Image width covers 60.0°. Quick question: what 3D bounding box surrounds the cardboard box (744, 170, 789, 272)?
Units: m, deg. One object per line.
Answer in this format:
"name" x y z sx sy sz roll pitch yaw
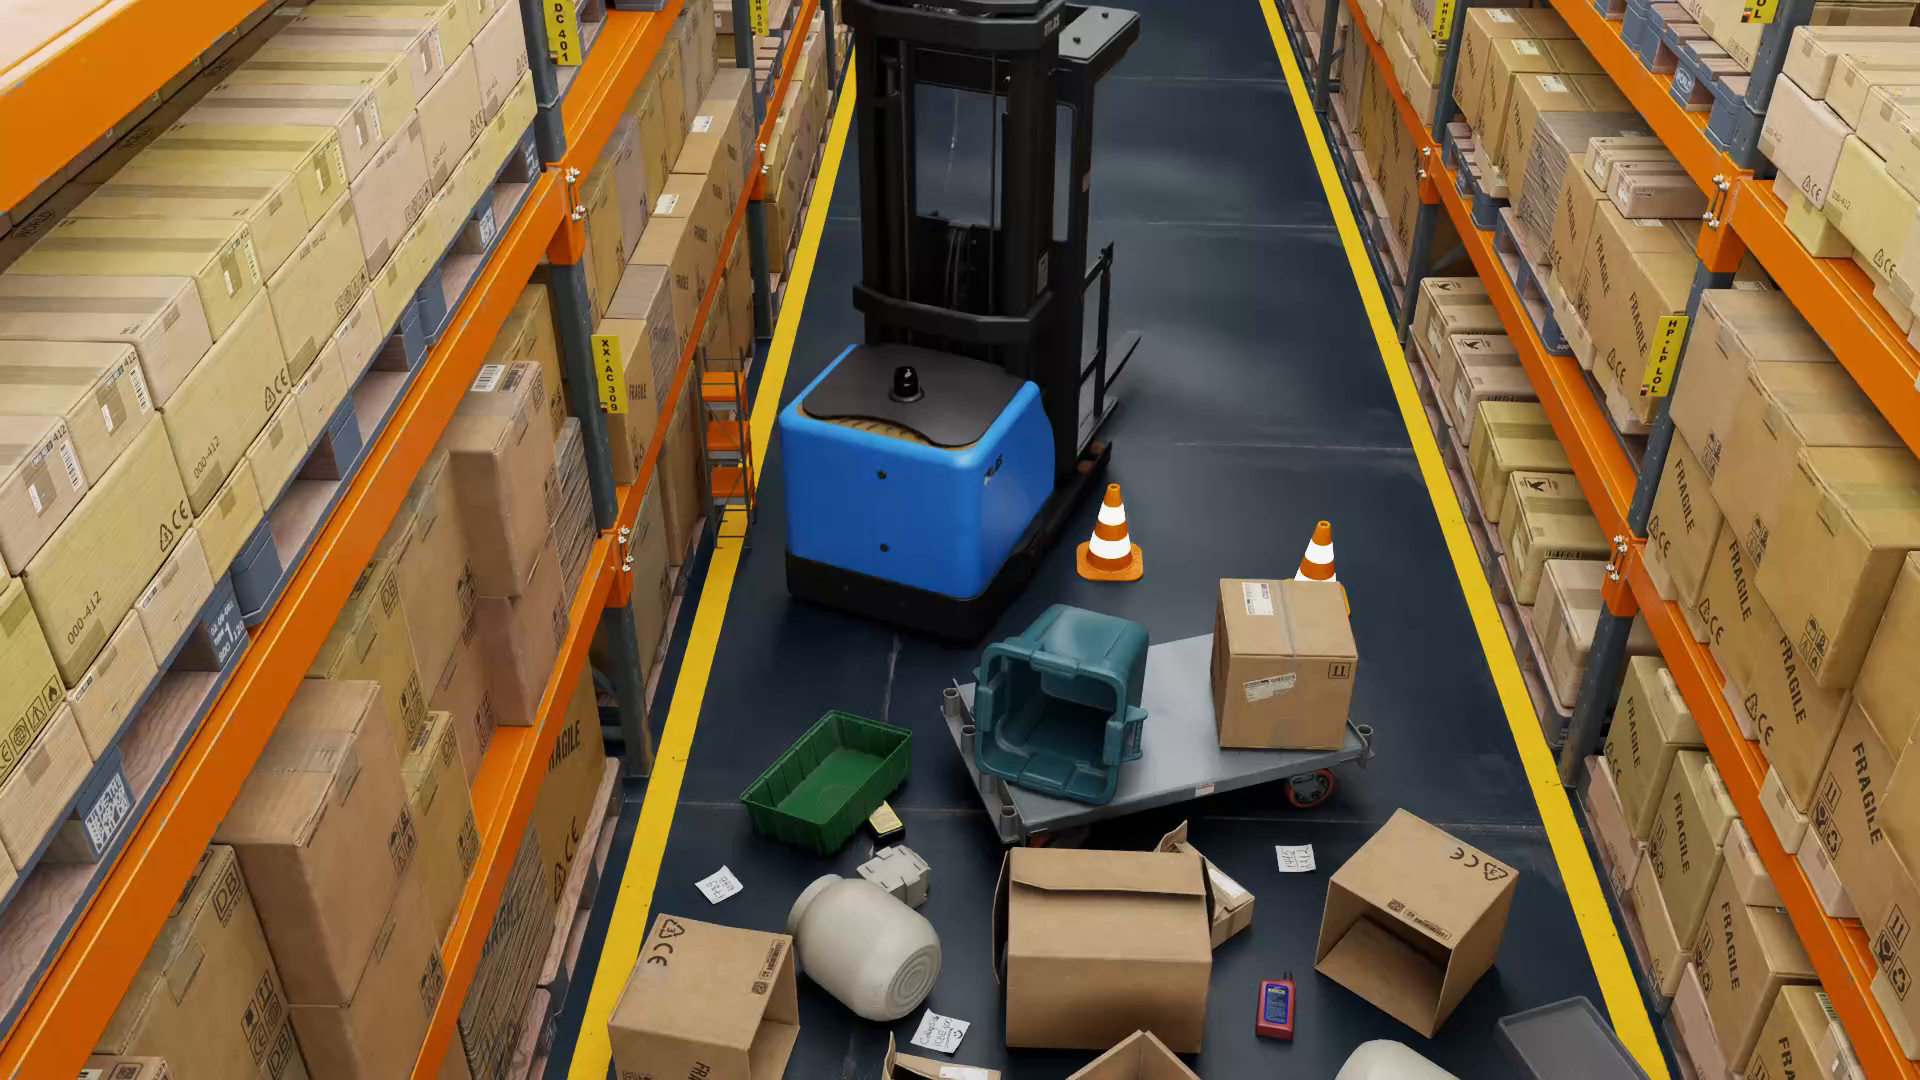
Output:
"cardboard box" -1.402 -2.083 10.859 0.500 0.500 0.500 0 35 0

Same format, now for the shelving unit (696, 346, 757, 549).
"shelving unit" -1.176 -0.457 8.433 0.215 1.050 0.252 0 35 0

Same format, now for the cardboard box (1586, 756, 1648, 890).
"cardboard box" 2.810 1.107 6.537 0.500 0.250 0.500 0 35 0

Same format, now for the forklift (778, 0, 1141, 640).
"forklift" 0.192 -1.562 8.370 1.130 2.935 3.031 14 37 19

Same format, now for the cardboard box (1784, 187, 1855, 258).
"cardboard box" 2.777 -0.980 5.092 0.380 0.149 0.250 1 35 2

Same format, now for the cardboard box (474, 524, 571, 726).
"cardboard box" -1.848 0.233 5.626 0.875 0.550 0.550 1 35 2

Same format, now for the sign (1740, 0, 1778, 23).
"sign" 2.549 -1.789 5.232 0.100 0.325 0.005 1 35 2

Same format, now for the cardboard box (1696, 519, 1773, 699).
"cardboard box" 2.811 0.194 5.465 0.500 0.500 0.500 1 35 2

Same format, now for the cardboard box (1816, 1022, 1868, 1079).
"cardboard box" 2.688 1.526 4.725 0.380 0.149 0.250 3 35 4

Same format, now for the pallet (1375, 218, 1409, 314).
"pallet" 3.372 -1.787 11.055 1.003 0.211 1.213 1 35 2

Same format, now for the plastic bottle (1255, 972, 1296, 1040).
"plastic bottle" 1.178 1.722 6.193 0.133 0.061 0.283 7 36 10

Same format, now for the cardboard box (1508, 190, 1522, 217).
"cardboard box" 3.000 -1.748 8.427 0.380 0.149 0.250 3 35 5

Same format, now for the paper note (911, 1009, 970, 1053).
"paper note" -0.072 1.806 6.107 0.172 0.023 0.155 13 37 18

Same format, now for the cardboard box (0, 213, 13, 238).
"cardboard box" -2.271 -0.678 3.515 0.380 0.149 0.250 2 35 2

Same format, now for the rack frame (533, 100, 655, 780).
"rack frame" -1.846 -0.235 6.421 1.000 3.000 0.127 1 35 2

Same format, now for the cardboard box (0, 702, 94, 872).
"cardboard box" -1.663 0.390 2.689 0.380 0.149 0.250 2 35 2

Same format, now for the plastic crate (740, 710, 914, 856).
"plastic crate" -0.544 1.022 7.028 0.450 0.188 0.662 11 35 32

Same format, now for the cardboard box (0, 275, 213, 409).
"cardboard box" -1.634 -0.369 3.076 0.380 0.149 0.250 1 35 1

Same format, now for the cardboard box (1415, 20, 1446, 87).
"cardboard box" 3.030 -2.904 9.915 0.500 0.250 0.500 1 35 2

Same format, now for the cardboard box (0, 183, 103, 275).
"cardboard box" -2.204 -0.590 3.737 0.500 0.250 0.500 2 35 2

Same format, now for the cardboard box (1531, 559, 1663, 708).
"cardboard box" 3.123 0.423 7.405 0.950 0.372 0.625 2 35 2

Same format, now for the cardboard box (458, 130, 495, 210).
"cardboard box" -1.560 -1.062 4.756 0.380 0.149 0.250 2 35 3

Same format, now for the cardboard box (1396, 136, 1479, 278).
"cardboard box" 3.375 -2.174 10.663 0.875 0.875 0.875 1 35 1

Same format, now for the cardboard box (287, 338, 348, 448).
"cardboard box" -1.612 -0.335 3.721 0.380 0.149 0.250 2 35 2

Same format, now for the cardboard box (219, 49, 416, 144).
"cardboard box" -1.582 -1.099 4.114 0.380 0.149 0.250 1 35 2

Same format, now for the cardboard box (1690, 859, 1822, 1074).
"cardboard box" 2.778 1.406 5.460 0.500 0.500 0.500 3 35 4

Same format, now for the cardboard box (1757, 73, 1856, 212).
"cardboard box" 2.813 -1.220 5.085 0.500 0.250 0.500 1 35 1

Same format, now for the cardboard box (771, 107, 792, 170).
"cardboard box" -1.396 -2.671 11.044 0.500 0.250 0.500 1 35 1

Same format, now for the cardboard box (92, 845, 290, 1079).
"cardboard box" -2.023 1.030 3.552 0.875 0.550 0.550 1 35 2

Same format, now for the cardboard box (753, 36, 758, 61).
"cardboard box" -1.455 -3.009 10.221 0.380 0.149 0.250 3 35 4

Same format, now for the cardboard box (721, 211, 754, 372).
"cardboard box" -1.800 -1.437 9.722 1.050 0.750 0.750 1 35 1

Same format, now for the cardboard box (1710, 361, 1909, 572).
"cardboard box" 2.827 -0.210 5.170 0.700 0.500 0.500 2 35 2

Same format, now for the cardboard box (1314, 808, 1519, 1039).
"cardboard box" 1.701 1.427 6.228 0.500 0.500 0.500 28 44 33

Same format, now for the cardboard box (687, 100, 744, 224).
"cardboard box" -1.457 -2.022 8.878 0.500 0.500 0.500 1 35 2

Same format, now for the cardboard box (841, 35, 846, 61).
"cardboard box" -1.178 -4.191 14.165 0.380 0.149 0.250 2 35 3

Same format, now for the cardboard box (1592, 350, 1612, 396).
"cardboard box" 2.877 -0.701 6.937 0.380 0.149 0.250 0 35 0

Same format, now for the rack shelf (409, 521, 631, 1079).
"rack shelf" -1.926 1.209 4.993 1.077 0.370 4.000 1 35 2

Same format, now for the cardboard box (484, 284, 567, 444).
"cardboard box" -1.895 -0.527 5.767 0.875 0.550 0.550 1 35 2

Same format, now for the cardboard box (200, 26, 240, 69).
"cardboard box" -2.220 -1.405 4.550 0.380 0.149 0.250 1 35 1

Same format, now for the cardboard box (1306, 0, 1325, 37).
"cardboard box" 3.593 -4.771 14.739 0.875 0.438 0.875 0 35 0

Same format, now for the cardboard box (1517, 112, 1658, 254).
"cardboard box" 2.959 -1.666 7.747 0.500 0.500 0.500 0 35 0

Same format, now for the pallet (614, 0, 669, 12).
"pallet" -1.700 -2.669 7.440 1.003 0.211 1.213 3 35 4

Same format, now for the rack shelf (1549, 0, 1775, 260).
"rack shelf" 3.184 -2.261 7.320 1.077 0.370 4.000 1 35 2

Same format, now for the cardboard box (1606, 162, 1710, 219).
"cardboard box" 2.912 -1.445 6.868 0.380 0.149 0.250 0 35 1

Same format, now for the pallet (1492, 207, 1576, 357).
"pallet" 3.226 -1.260 8.047 1.003 0.211 1.213 1 35 2

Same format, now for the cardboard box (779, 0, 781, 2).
"cardboard box" -1.403 -3.766 11.298 0.380 0.149 0.250 0 35 0

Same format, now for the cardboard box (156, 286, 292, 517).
"cardboard box" -1.692 -0.290 3.310 0.500 0.250 0.500 1 35 2

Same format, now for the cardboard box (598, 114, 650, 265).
"cardboard box" -1.793 -1.556 7.345 0.700 0.500 0.500 2 35 2

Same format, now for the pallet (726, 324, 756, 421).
"pallet" -1.792 -0.941 9.851 1.003 0.211 1.213 1 35 2

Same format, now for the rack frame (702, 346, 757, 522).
"rack frame" -1.176 -0.528 8.533 0.200 1.050 0.008 0 35 0

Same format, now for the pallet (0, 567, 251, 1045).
"pallet" -1.987 0.446 2.921 1.003 0.211 1.213 1 35 2

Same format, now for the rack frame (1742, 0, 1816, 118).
"rack frame" 3.104 -2.633 4.616 1.000 3.000 0.127 1 35 2

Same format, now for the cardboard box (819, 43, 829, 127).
"cardboard box" -1.303 -3.549 12.946 0.500 0.500 0.500 1 35 1

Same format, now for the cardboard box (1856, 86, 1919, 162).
"cardboard box" 2.764 -1.154 4.646 0.380 0.149 0.250 0 35 0

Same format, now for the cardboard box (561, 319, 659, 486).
"cardboard box" -1.556 -0.572 6.813 0.500 0.500 0.500 2 35 2

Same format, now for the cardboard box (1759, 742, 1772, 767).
"cardboard box" 2.808 0.693 5.320 0.380 0.149 0.250 1 35 2

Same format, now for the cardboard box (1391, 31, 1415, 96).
"cardboard box" 3.030 -3.006 10.494 0.500 0.250 0.500 2 35 3

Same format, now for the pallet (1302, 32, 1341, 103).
"pallet" 3.534 -4.069 14.302 1.003 0.211 1.213 1 35 2
